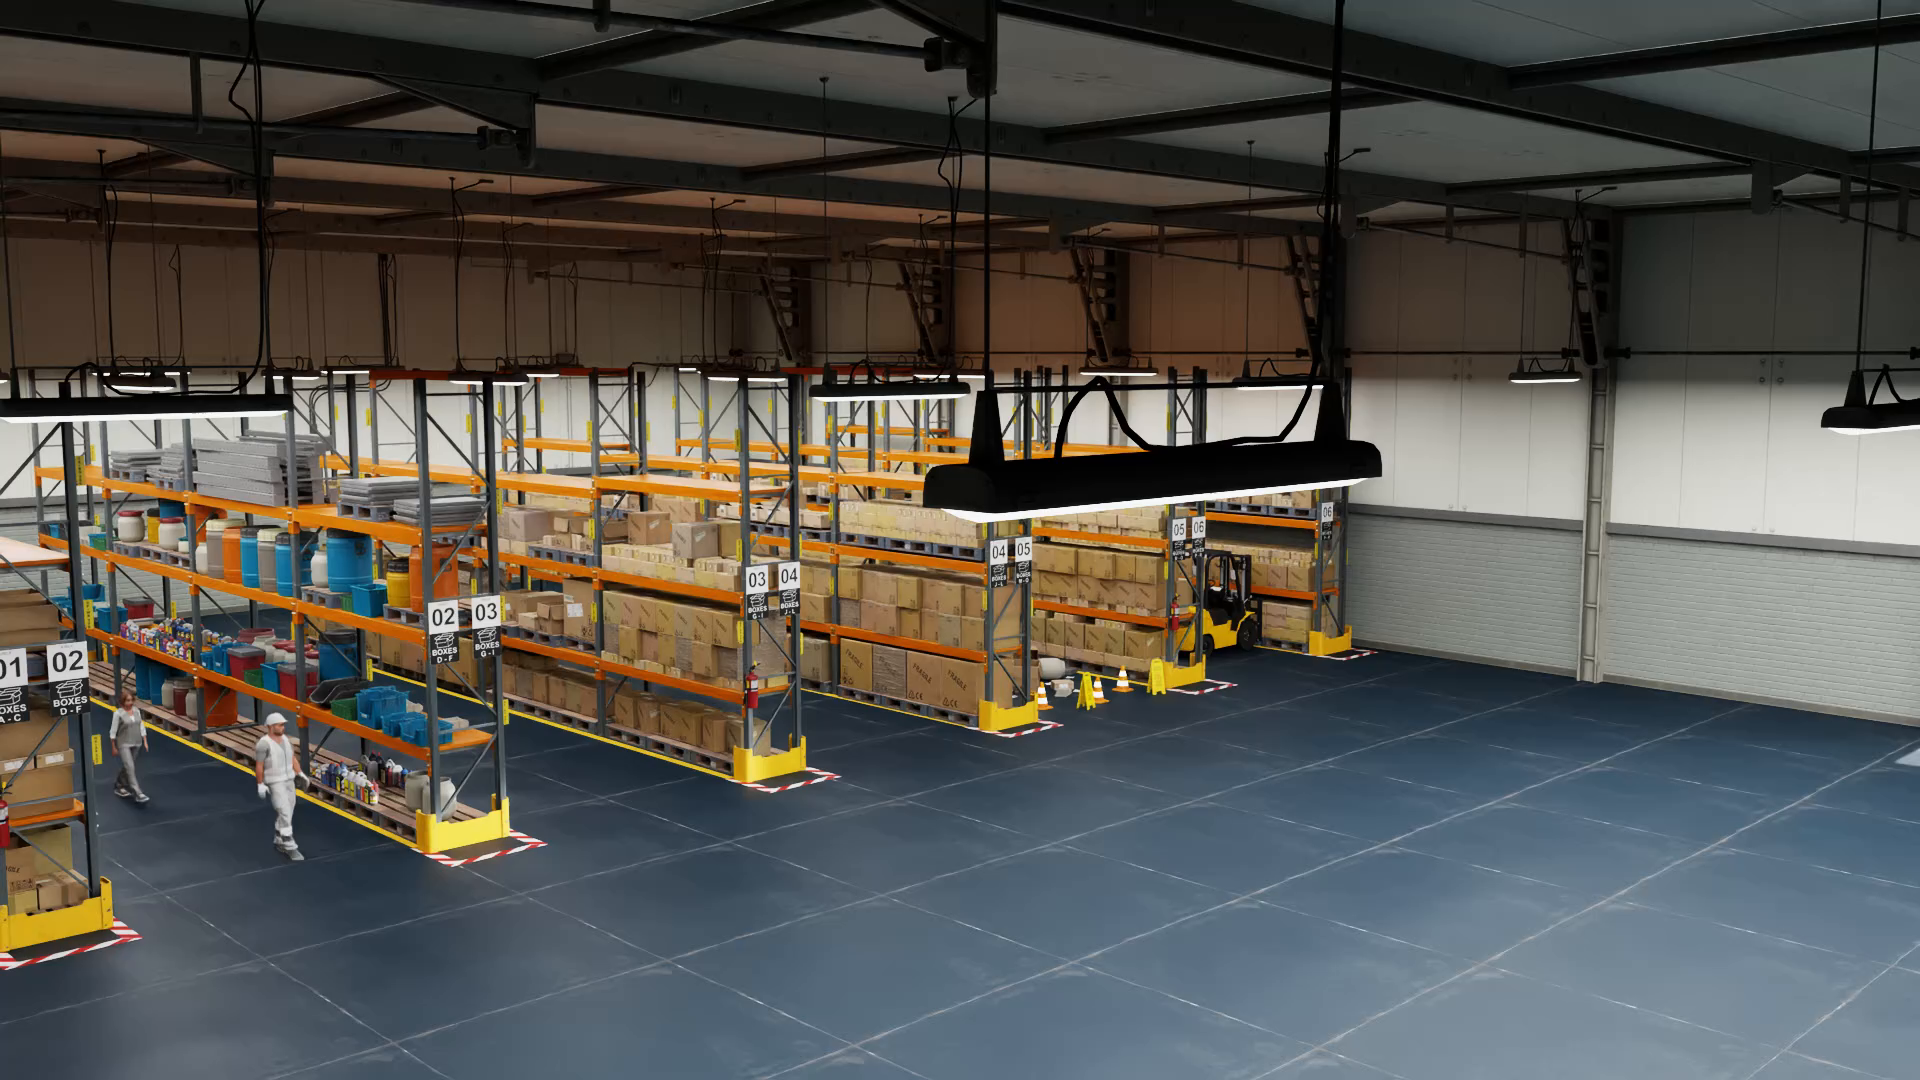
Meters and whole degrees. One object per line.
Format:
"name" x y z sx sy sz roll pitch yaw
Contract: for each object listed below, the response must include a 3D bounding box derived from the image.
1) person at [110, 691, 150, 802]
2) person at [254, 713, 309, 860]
"person" -11.670 2.907 23.436 0.967 1.531 0.435 3 7 24
"person" -8.475 3.099 20.988 0.668 1.818 0.550 2 7 20
